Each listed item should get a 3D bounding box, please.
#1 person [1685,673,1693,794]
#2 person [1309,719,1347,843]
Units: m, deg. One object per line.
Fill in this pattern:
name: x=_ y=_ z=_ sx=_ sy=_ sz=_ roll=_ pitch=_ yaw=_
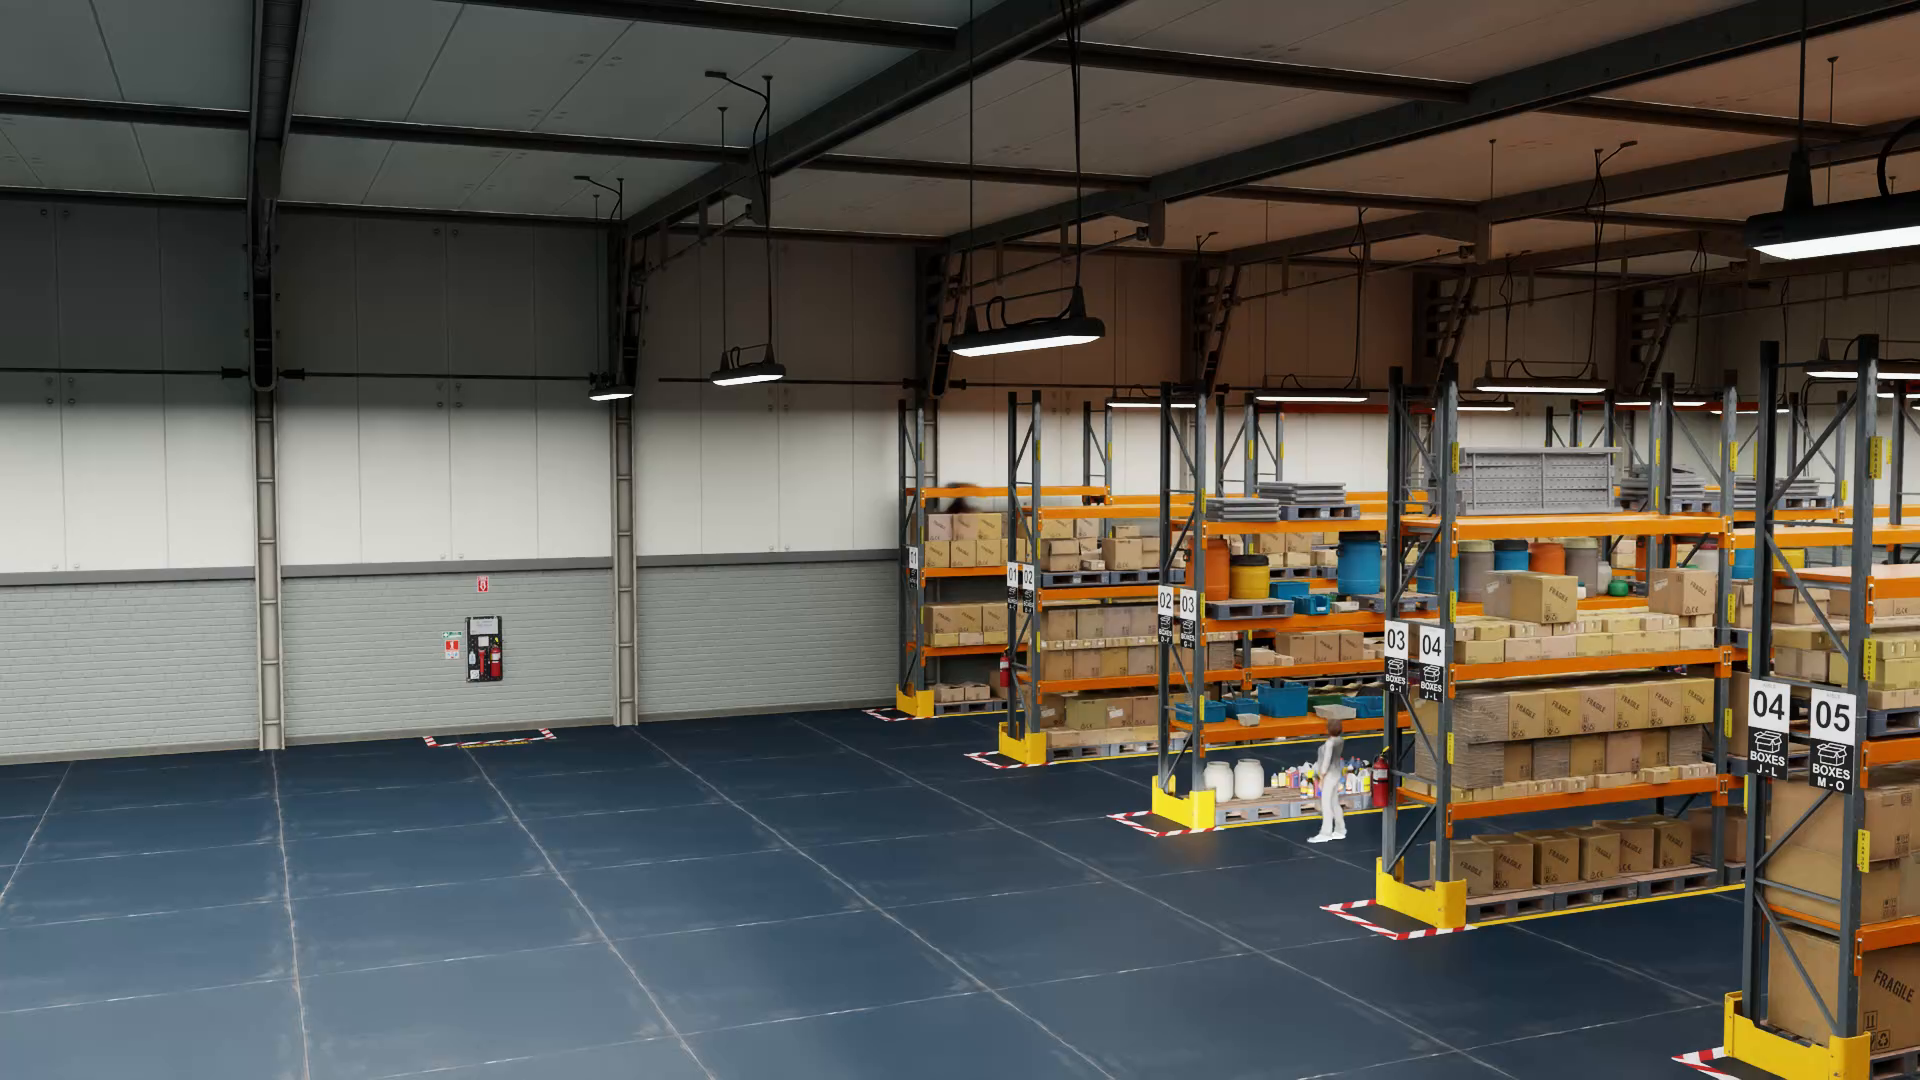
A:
person: x=10.678 y=2.841 z=24.439 sx=0.651 sy=1.773 sz=0.388 roll=-1 pitch=3 yaw=-11
person: x=4.778 y=3.118 z=21.555 sx=0.481 sy=1.596 sz=0.432 roll=1 pitch=3 yaw=14
